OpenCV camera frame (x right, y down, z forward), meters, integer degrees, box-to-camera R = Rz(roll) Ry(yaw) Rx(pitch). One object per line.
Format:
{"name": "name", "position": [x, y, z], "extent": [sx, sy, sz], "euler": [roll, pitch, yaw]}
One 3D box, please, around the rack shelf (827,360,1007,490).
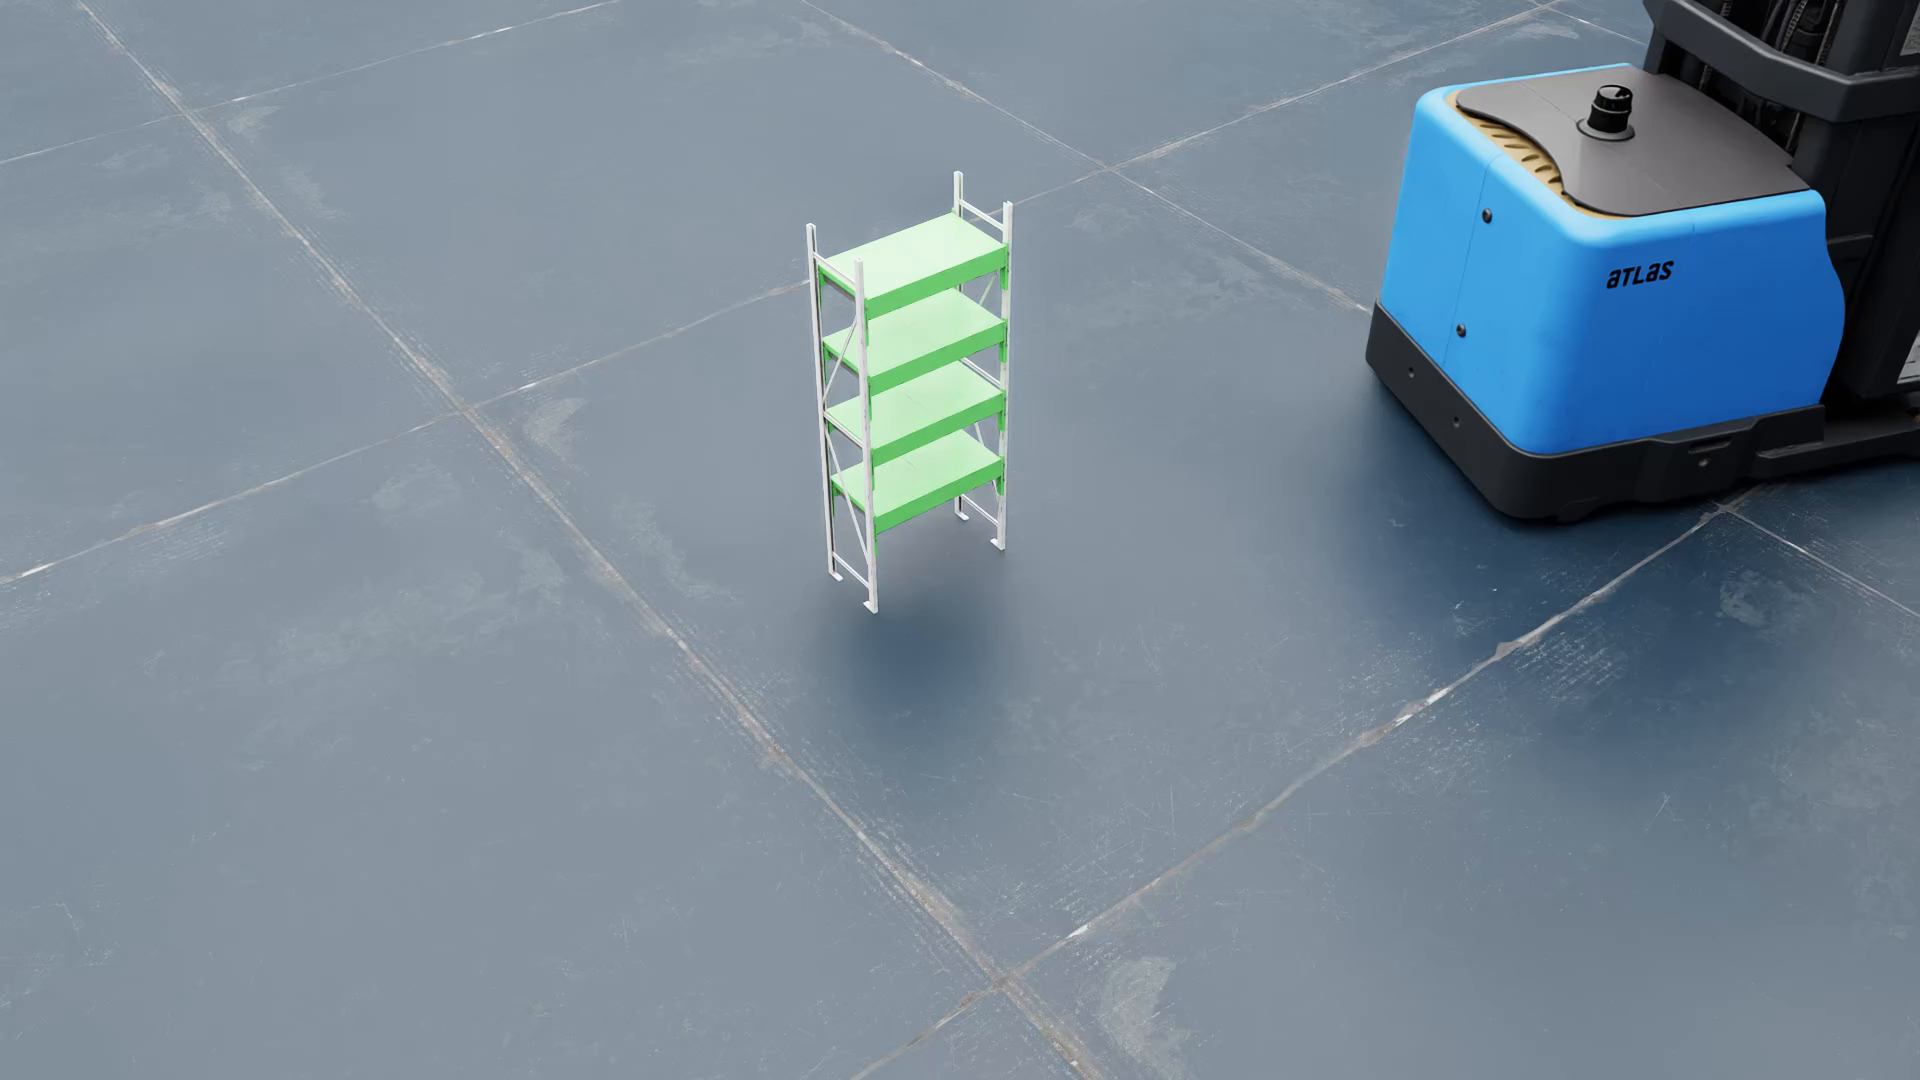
{"name": "rack shelf", "position": [-0.131, -0.351, 4.832], "extent": [0.480, 0.148, 0.258], "euler": [-26, 46, -28]}

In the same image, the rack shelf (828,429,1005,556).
{"name": "rack shelf", "position": [-0.131, -0.165, 4.984], "extent": [0.480, 0.148, 0.258], "euler": [-26, 46, -28]}

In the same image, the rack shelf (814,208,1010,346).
{"name": "rack shelf", "position": [-0.131, -0.722, 4.528], "extent": [0.480, 0.148, 0.258], "euler": [-26, 46, -28]}

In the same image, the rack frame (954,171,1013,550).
{"name": "rack frame", "position": [0.062, -0.494, 4.906], "extent": [0.015, 1.200, 0.240], "euler": [-26, 46, -28]}

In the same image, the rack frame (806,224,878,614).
{"name": "rack frame", "position": [-0.325, -0.306, 4.677], "extent": [0.015, 1.200, 0.240], "euler": [-26, 46, -28]}

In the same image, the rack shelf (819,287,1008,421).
{"name": "rack shelf", "position": [-0.131, -0.536, 4.680], "extent": [0.480, 0.148, 0.258], "euler": [-26, 46, -28]}

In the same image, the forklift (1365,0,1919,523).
{"name": "forklift", "position": [3.018, -1.717, 5.032], "extent": [3.031, 2.935, 1.130], "euler": [-11, 41, -13]}

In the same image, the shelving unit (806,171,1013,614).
{"name": "shelving unit", "position": [-0.131, -0.400, 4.791], "extent": [0.503, 1.200, 0.258], "euler": [-26, 46, -28]}
